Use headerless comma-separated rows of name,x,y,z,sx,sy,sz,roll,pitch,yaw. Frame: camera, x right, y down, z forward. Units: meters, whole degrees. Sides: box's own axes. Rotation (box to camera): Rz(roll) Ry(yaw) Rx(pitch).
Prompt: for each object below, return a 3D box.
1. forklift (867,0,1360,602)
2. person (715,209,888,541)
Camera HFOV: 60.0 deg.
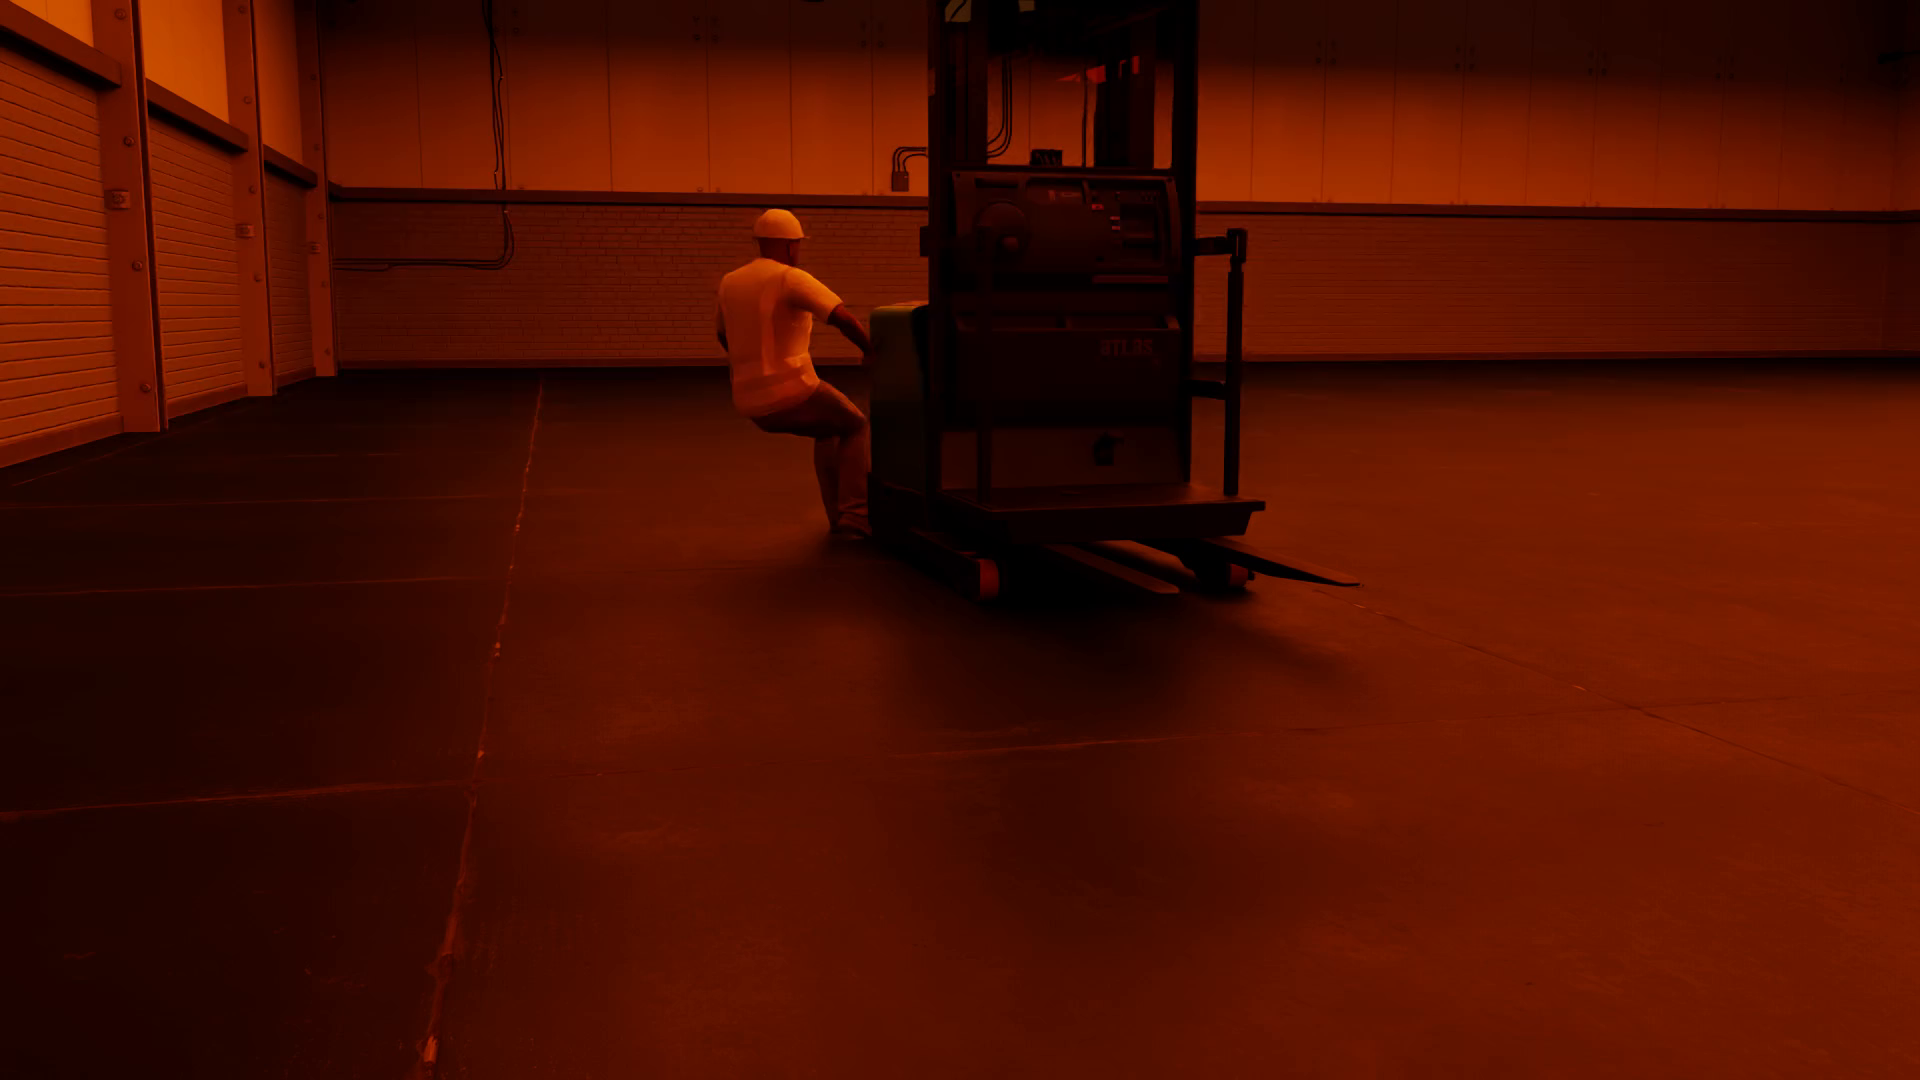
forklift,0.484,-1.284,6.310,1.130,2.935,3.031,-2,8,-17
person,-0.687,-0.752,7.770,0.861,1.541,0.875,5,10,34
